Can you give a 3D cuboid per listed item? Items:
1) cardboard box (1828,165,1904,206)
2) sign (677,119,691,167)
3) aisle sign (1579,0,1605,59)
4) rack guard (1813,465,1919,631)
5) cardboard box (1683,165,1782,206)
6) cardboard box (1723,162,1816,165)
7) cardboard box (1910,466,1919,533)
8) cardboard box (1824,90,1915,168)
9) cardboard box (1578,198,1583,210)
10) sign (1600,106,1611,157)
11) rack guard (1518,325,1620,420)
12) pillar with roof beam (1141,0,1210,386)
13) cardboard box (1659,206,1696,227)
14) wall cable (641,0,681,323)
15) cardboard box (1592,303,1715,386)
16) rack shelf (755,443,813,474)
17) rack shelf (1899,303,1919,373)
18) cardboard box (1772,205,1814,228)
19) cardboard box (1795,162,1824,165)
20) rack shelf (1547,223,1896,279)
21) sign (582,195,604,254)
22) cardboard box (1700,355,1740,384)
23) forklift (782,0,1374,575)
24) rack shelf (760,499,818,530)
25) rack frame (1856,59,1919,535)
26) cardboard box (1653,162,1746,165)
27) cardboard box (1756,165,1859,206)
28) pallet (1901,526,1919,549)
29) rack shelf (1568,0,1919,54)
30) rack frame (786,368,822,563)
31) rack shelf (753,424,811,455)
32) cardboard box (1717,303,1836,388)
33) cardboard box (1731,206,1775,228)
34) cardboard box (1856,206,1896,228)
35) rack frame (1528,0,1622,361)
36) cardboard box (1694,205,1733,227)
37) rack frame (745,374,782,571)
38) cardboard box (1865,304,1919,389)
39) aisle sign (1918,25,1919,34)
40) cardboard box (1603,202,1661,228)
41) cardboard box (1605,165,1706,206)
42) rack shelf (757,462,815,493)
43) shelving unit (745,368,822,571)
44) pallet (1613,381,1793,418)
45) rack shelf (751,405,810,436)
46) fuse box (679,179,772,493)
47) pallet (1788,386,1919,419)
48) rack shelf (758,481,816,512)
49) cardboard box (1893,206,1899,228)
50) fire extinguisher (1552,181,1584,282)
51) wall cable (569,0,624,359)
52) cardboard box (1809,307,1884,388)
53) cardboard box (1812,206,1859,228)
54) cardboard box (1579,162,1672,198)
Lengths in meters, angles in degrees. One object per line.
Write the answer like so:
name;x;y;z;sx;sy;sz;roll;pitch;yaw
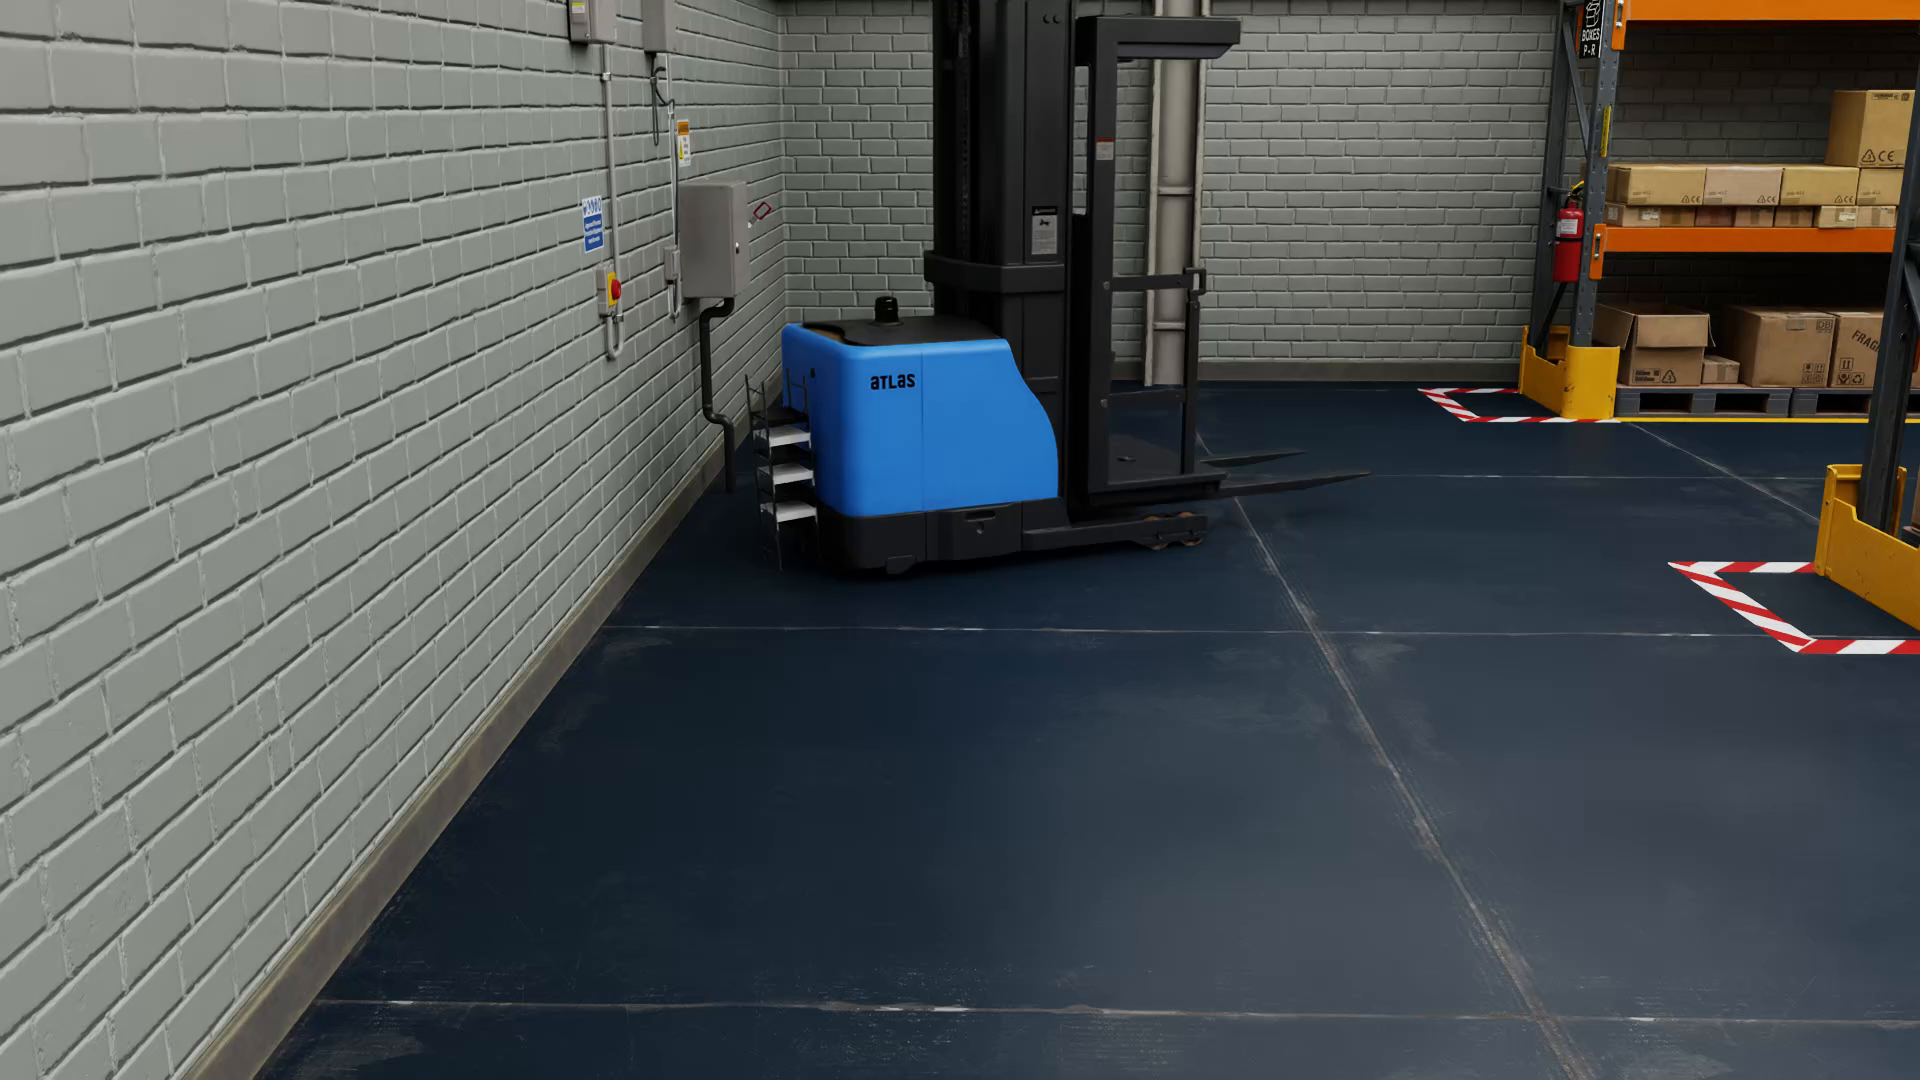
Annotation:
cardboard box;6.267;-2.427;11.372;0.500;0.250;0.500;0;15;0
sign;-1.472;-2.118;8.868;0.001;0.242;0.339;0;15;1
aisle sign;4.222;-3.614;11.062;0.004;0.787;0.394;0;15;1
rack guard;4.151;0.043;7.197;0.348;0.500;1.175;0;15;1
cardboard box;5.248;-2.428;11.373;0.500;0.250;0.500;1;15;2
cardboard box;5.775;-2.559;11.871;0.500;0.250;0.500;1;15;3
cardboard box;4.837;-0.151;7.231;0.875;0.438;0.875;0;15;0
cardboard box;6.244;-2.784;11.253;0.500;0.500;0.500;1;15;3
cardboard box;4.636;-2.376;11.959;0.250;0.149;0.380;0;15;1
sign;4.284;-2.712;11.041;0.005;0.325;0.100;0;15;1
rack guard;4.374;-1.222;11.993;0.348;0.500;1.175;0;15;1
pillar with roof beam;1.515;-4.482;7.687;0.400;9.000;9.100;0;15;1
cardboard box;4.875;-2.248;11.473;0.250;0.149;0.380;1;15;3
wall cable;-1.438;-2.049;8.236;0.122;1.984;0.588;0;15;1
cardboard box;4.907;-1.399;11.834;0.637;0.503;0.797;0;15;-1
rack shelf;-0.831;-0.386;7.791;0.200;0.077;0.258;-11;18;-25
rack shelf;6.174;-0.805;6.920;4.000;0.370;1.077;0;15;1
cardboard box;5.655;-2.238;11.433;0.250;0.149;0.380;1;15;2
cardboard box;6.297;-2.556;11.858;0.500;0.250;0.500;0;15;1
rack shelf;6.297;-2.071;11.718;4.000;0.370;1.077;0;15;1
sign;-1.525;-1.315;6.915;0.001;0.218;0.327;0;15;1
cardboard box;5.330;-1.215;11.831;0.250;0.149;0.380;0;15;-1
forklift;0.677;-1.484;8.220;3.031;2.935;1.130;-6;16;-23
rack shelf;-0.815;-0.127;7.868;0.200;0.077;0.258;-11;18;-25
rack frame;4.175;-1.166;6.878;0.127;3.000;1.000;0;15;1
cardboard box;5.280;-2.564;11.888;0.500;0.250;0.500;0;15;2
cardboard box;5.755;-2.425;11.364;0.500;0.250;0.500;0;15;0
pallet;4.976;0.168;7.289;1.213;0.211;1.003;0;15;1
rack shelf;6.297;-3.521;11.335;4.000;0.370;1.077;0;15;1
rack frame;-0.737;-0.349;7.850;0.006;0.900;0.240;-11;18;-25
rack shelf;-0.836;-0.472;7.766;0.200;0.077;0.258;-11;18;-25
cardboard box;5.760;-1.382;11.776;0.500;0.500;0.700;1;15;4
cardboard box;5.389;-2.238;11.435;0.250;0.149;0.380;1;15;3
cardboard box;6.170;-2.220;11.368;0.250;0.149;0.380;1;15;3
rack frame;4.298;-2.431;11.676;0.127;3.000;1.000;0;15;1
cardboard box;5.138;-2.255;11.500;0.250;0.149;0.380;0;15;1
rack frame;-0.918;-0.313;7.765;0.006;0.900;0.240;-11;18;-25
cardboard box;6.798;-1.375;11.750;0.500;0.500;0.700;0;15;-1
aisle sign;4.111;-2.502;6.848;0.004;0.787;0.394;0;15;1
cardboard box;4.619;-2.238;11.434;0.250;0.149;0.380;0;15;1
cardboard box;4.744;-2.431;11.385;0.500;0.250;0.500;0;15;2
rack shelf;-0.826;-0.299;7.817;0.200;0.077;0.258;-11;18;-25
shelving unit;-0.828;-0.331;7.807;0.210;0.900;0.258;-11;18;-25
pallet;5.171;-1.077;12.011;1.213;0.211;1.003;0;15;1
rack shelf;-0.841;-0.558;7.740;0.200;0.077;0.258;-11;18;-25
fuse box;-1.263;-1.108;9.186;0.414;1.711;0.539;0;15;1
pallet;6.387;-1.069;11.978;1.213;0.211;1.003;0;15;1
rack shelf;-0.820;-0.213;7.842;0.200;0.077;0.258;-11;18;-25
cardboard box;6.429;-2.236;11.428;0.250;0.149;0.380;0;15;1
fire extinguisher;4.139;-2.097;11.290;0.183;0.674;0.296;0;15;1
wall cable;-1.463;-1.703;6.861;0.123;1.953;0.585;0;15;1
cardboard box;6.286;-1.353;11.666;0.500;0.500;0.500;1;15;2
cardboard box;5.906;-2.217;11.355;0.250;0.149;0.380;0;15;0
cardboard box;4.764;-2.567;11.902;0.500;0.250;0.500;1;15;3
